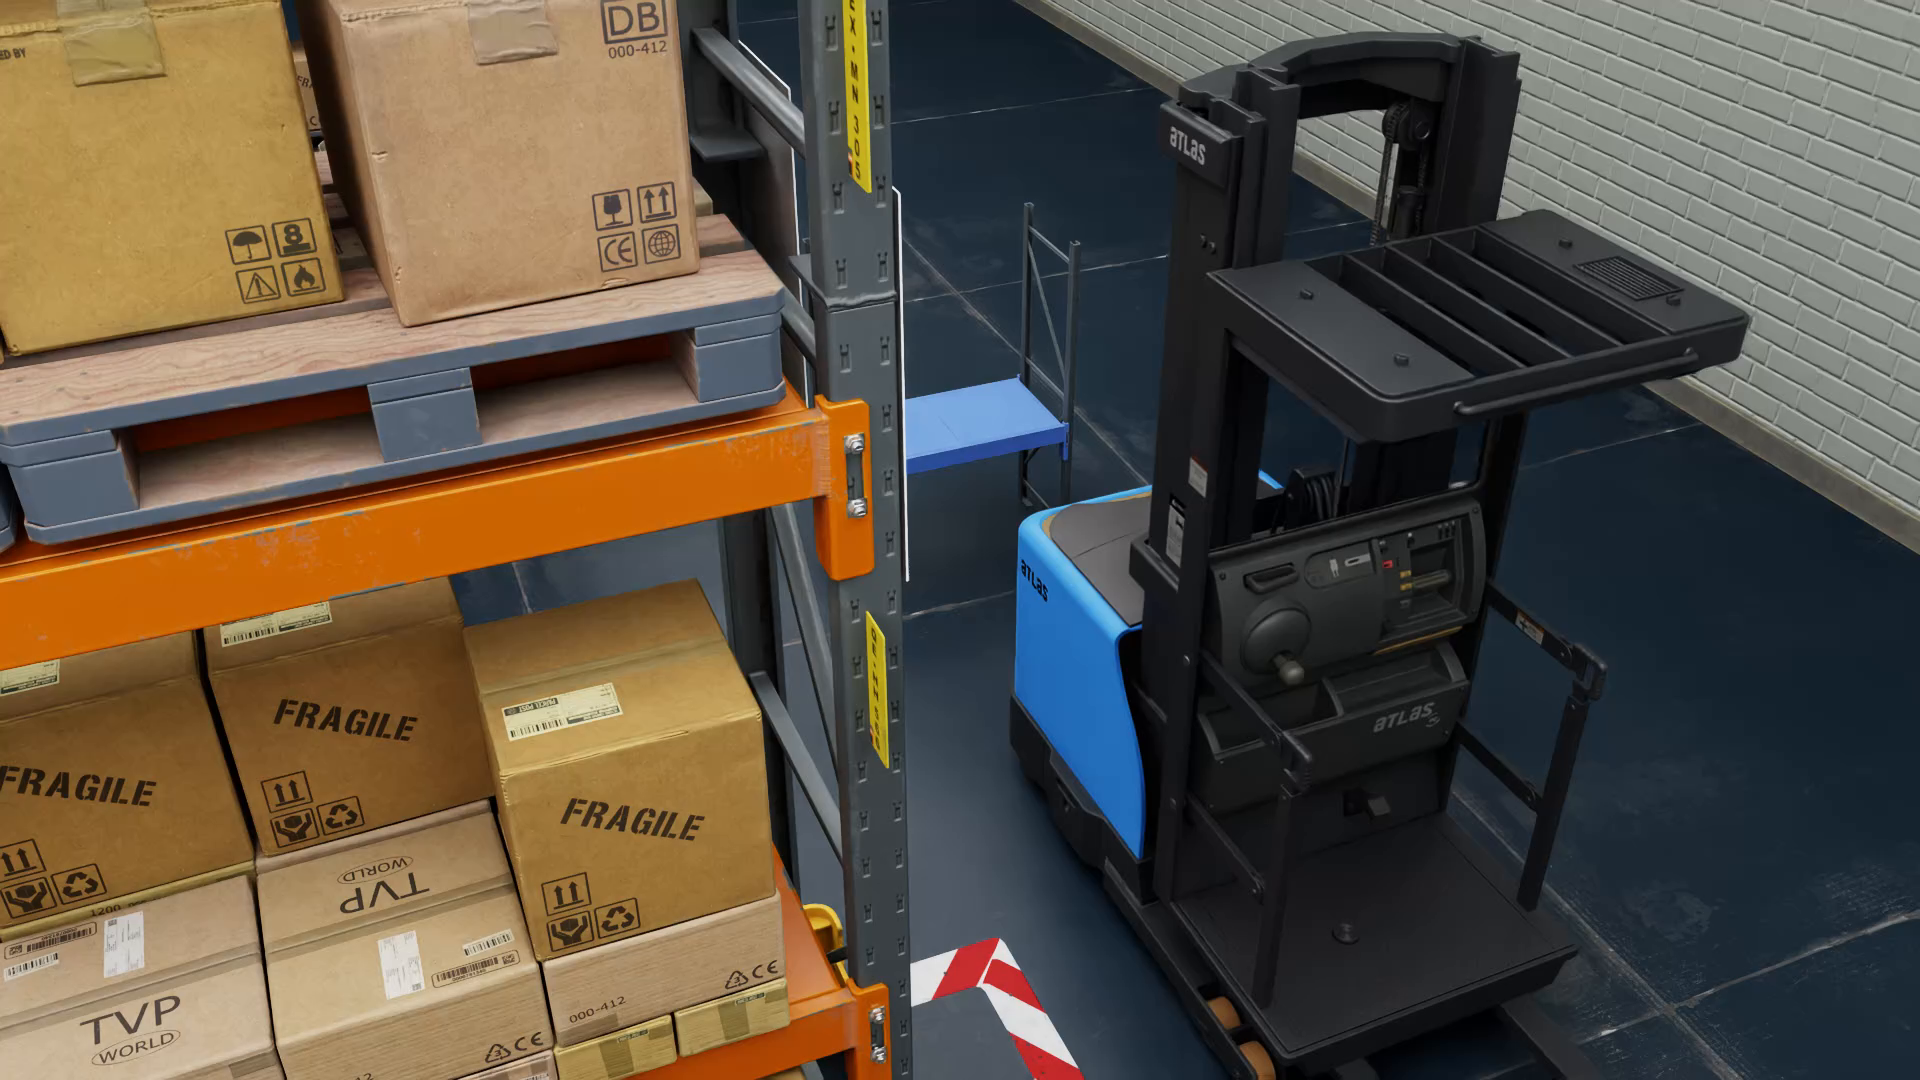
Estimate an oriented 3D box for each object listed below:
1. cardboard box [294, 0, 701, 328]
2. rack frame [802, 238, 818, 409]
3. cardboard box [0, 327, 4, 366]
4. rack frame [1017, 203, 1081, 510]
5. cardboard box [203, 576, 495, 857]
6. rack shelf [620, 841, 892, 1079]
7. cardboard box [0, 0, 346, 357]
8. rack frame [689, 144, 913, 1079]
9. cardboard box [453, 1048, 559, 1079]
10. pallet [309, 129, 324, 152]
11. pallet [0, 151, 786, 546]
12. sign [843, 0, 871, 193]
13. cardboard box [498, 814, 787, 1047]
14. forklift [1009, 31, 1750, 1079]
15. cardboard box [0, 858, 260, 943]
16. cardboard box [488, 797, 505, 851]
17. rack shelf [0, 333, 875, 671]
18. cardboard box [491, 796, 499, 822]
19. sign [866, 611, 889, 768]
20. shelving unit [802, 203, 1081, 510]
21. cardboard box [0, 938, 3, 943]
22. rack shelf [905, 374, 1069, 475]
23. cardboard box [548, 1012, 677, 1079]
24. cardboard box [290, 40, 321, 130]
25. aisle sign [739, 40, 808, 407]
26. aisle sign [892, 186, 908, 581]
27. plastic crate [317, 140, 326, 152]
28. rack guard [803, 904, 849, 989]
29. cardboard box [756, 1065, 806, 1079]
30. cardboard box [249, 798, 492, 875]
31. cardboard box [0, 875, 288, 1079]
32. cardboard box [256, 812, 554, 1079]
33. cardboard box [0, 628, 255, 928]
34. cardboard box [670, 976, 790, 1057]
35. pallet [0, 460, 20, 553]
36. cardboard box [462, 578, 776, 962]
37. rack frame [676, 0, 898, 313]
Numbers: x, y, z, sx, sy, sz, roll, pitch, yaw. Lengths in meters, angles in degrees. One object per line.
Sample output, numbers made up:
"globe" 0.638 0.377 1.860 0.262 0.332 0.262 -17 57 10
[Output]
"cardboard box" -0.819 -0.776 2.873 0.500 0.500 0.700 -15 36 -22
"rack frame" -0.547 -0.503 7.148 0.032 1.500 0.500 -13 35 -19
"cardboard box" -1.843 -0.584 2.579 0.500 0.500 0.700 -15 36 -22
"rack frame" 0.390 -0.718 7.478 0.032 1.500 0.500 -13 35 -19
"cardboard box" -1.368 0.300 3.716 0.500 0.500 0.500 -14 35 -20
"rack shelf" -2.204 1.328 3.618 4.000 0.370 1.077 -13 35 -19
"cardboard box" -1.385 -0.718 2.784 0.500 0.500 0.700 -14 36 -21
"rack frame" -0.360 0.605 4.070 0.127 3.000 1.000 -13 35 -19
"cardboard box" -1.033 1.059 3.602 0.250 0.149 0.380 -13 35 -19
"pallet" -4.997 -3.024 12.204 1.213 0.211 1.003 -13 35 -19
"pallet" -1.040 -0.454 3.028 1.213 0.211 1.003 -13 35 -19
"sign" -0.163 -0.715 2.609 0.005 0.325 0.100 -13 35 -19
"cardboard box" -0.704 0.778 3.668 0.500 0.250 0.500 -13 35 -20
"forklift" 1.244 0.213 4.734 1.130 2.935 3.031 -13 35 -20
"cardboard box" -1.849 0.726 3.749 0.500 0.250 0.500 -14 36 -21
"cardboard box" -1.051 0.674 4.194 0.250 0.149 0.380 -13 35 -20
"rack shelf" -2.204 0.071 2.800 4.000 0.370 1.077 -13 35 -19
"cardboard box" -0.907 0.508 4.083 0.500 0.250 0.500 -14 36 -20
"sign" -0.163 0.296 3.266 0.005 0.325 0.100 -13 35 -19
"shelving unit" -0.079 -0.611 7.313 1.048 1.500 0.538 -13 35 -19
"cardboard box" -2.328 0.838 3.576 0.500 0.250 0.500 -14 35 -20
"rack shelf" -0.079 -0.460 7.411 1.000 0.185 0.538 -13 35 -19
"cardboard box" -0.800 1.006 3.683 0.250 0.149 0.380 -13 35 -18
"cardboard box" -4.598 -3.276 11.923 0.500 0.500 0.500 -13 35 -19
"aisle sign" -0.410 -0.651 3.617 0.004 0.787 0.394 -13 35 -19
"aisle sign" -0.178 -0.349 3.153 0.004 0.787 0.394 -13 35 -19
"plastic crate" -2.961 -1.888 8.088 0.298 0.136 0.250 -13 35 -19
"rack guard" -0.338 1.647 4.760 0.348 0.500 1.175 -13 35 -19
"cardboard box" -0.919 1.494 4.266 0.875 0.875 0.875 -13 35 -19
"cardboard box" -1.384 0.621 3.909 0.500 0.250 0.500 -13 35 -20
"cardboard box" -1.641 0.993 3.338 0.500 0.250 0.500 -14 36 -21
"cardboard box" -1.172 0.885 3.504 0.500 0.250 0.500 -14 35 -20
"cardboard box" -1.844 0.412 3.544 0.500 0.500 0.500 -14 36 -20
"cardboard box" -0.561 0.951 3.769 0.250 0.149 0.380 -12 35 -18
"pallet" -2.167 -0.194 2.629 1.213 0.211 1.003 -13 35 -19
"cardboard box" -0.708 0.463 3.465 0.500 0.500 0.500 -12 35 -18
"rack frame" -0.360 -1.910 2.434 0.127 3.000 1.000 -13 35 -19
